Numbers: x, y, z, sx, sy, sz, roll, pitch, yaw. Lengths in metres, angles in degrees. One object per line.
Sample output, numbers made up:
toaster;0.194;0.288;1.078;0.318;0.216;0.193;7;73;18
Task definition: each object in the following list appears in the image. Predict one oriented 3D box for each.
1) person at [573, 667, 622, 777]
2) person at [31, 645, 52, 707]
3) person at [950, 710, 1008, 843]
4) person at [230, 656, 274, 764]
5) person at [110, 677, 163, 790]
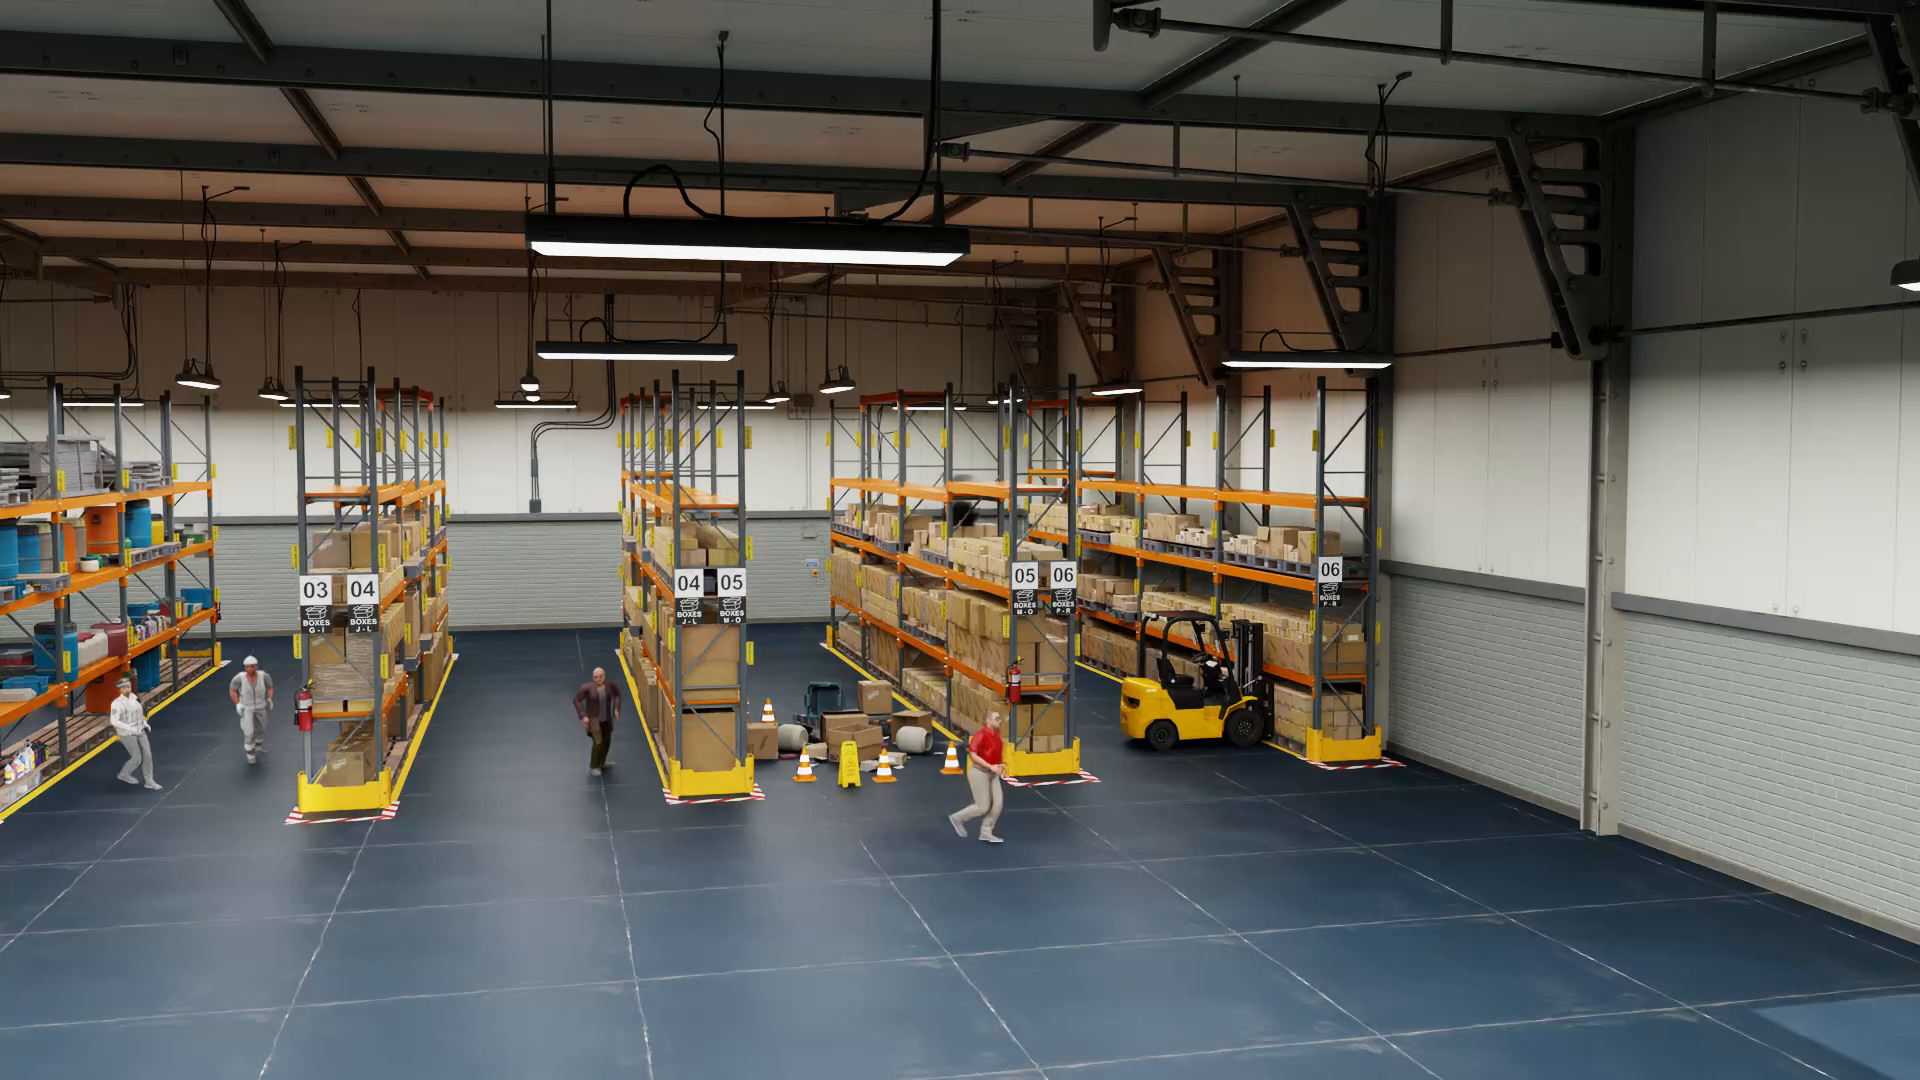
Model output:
person;-5.459;2.701;25.047;0.776;1.658;0.835;-3;5;-43
person;-17.170;2.358;31.388;0.607;1.549;0.748;-2;4;-26
person;0.259;2.939;20.755;0.771;1.677;0.663;2;4;31
person;-10.986;2.616;25.845;0.679;1.699;0.885;-3;4;-40
person;-11.812;2.762;23.683;0.702;1.656;0.624;1;4;15
